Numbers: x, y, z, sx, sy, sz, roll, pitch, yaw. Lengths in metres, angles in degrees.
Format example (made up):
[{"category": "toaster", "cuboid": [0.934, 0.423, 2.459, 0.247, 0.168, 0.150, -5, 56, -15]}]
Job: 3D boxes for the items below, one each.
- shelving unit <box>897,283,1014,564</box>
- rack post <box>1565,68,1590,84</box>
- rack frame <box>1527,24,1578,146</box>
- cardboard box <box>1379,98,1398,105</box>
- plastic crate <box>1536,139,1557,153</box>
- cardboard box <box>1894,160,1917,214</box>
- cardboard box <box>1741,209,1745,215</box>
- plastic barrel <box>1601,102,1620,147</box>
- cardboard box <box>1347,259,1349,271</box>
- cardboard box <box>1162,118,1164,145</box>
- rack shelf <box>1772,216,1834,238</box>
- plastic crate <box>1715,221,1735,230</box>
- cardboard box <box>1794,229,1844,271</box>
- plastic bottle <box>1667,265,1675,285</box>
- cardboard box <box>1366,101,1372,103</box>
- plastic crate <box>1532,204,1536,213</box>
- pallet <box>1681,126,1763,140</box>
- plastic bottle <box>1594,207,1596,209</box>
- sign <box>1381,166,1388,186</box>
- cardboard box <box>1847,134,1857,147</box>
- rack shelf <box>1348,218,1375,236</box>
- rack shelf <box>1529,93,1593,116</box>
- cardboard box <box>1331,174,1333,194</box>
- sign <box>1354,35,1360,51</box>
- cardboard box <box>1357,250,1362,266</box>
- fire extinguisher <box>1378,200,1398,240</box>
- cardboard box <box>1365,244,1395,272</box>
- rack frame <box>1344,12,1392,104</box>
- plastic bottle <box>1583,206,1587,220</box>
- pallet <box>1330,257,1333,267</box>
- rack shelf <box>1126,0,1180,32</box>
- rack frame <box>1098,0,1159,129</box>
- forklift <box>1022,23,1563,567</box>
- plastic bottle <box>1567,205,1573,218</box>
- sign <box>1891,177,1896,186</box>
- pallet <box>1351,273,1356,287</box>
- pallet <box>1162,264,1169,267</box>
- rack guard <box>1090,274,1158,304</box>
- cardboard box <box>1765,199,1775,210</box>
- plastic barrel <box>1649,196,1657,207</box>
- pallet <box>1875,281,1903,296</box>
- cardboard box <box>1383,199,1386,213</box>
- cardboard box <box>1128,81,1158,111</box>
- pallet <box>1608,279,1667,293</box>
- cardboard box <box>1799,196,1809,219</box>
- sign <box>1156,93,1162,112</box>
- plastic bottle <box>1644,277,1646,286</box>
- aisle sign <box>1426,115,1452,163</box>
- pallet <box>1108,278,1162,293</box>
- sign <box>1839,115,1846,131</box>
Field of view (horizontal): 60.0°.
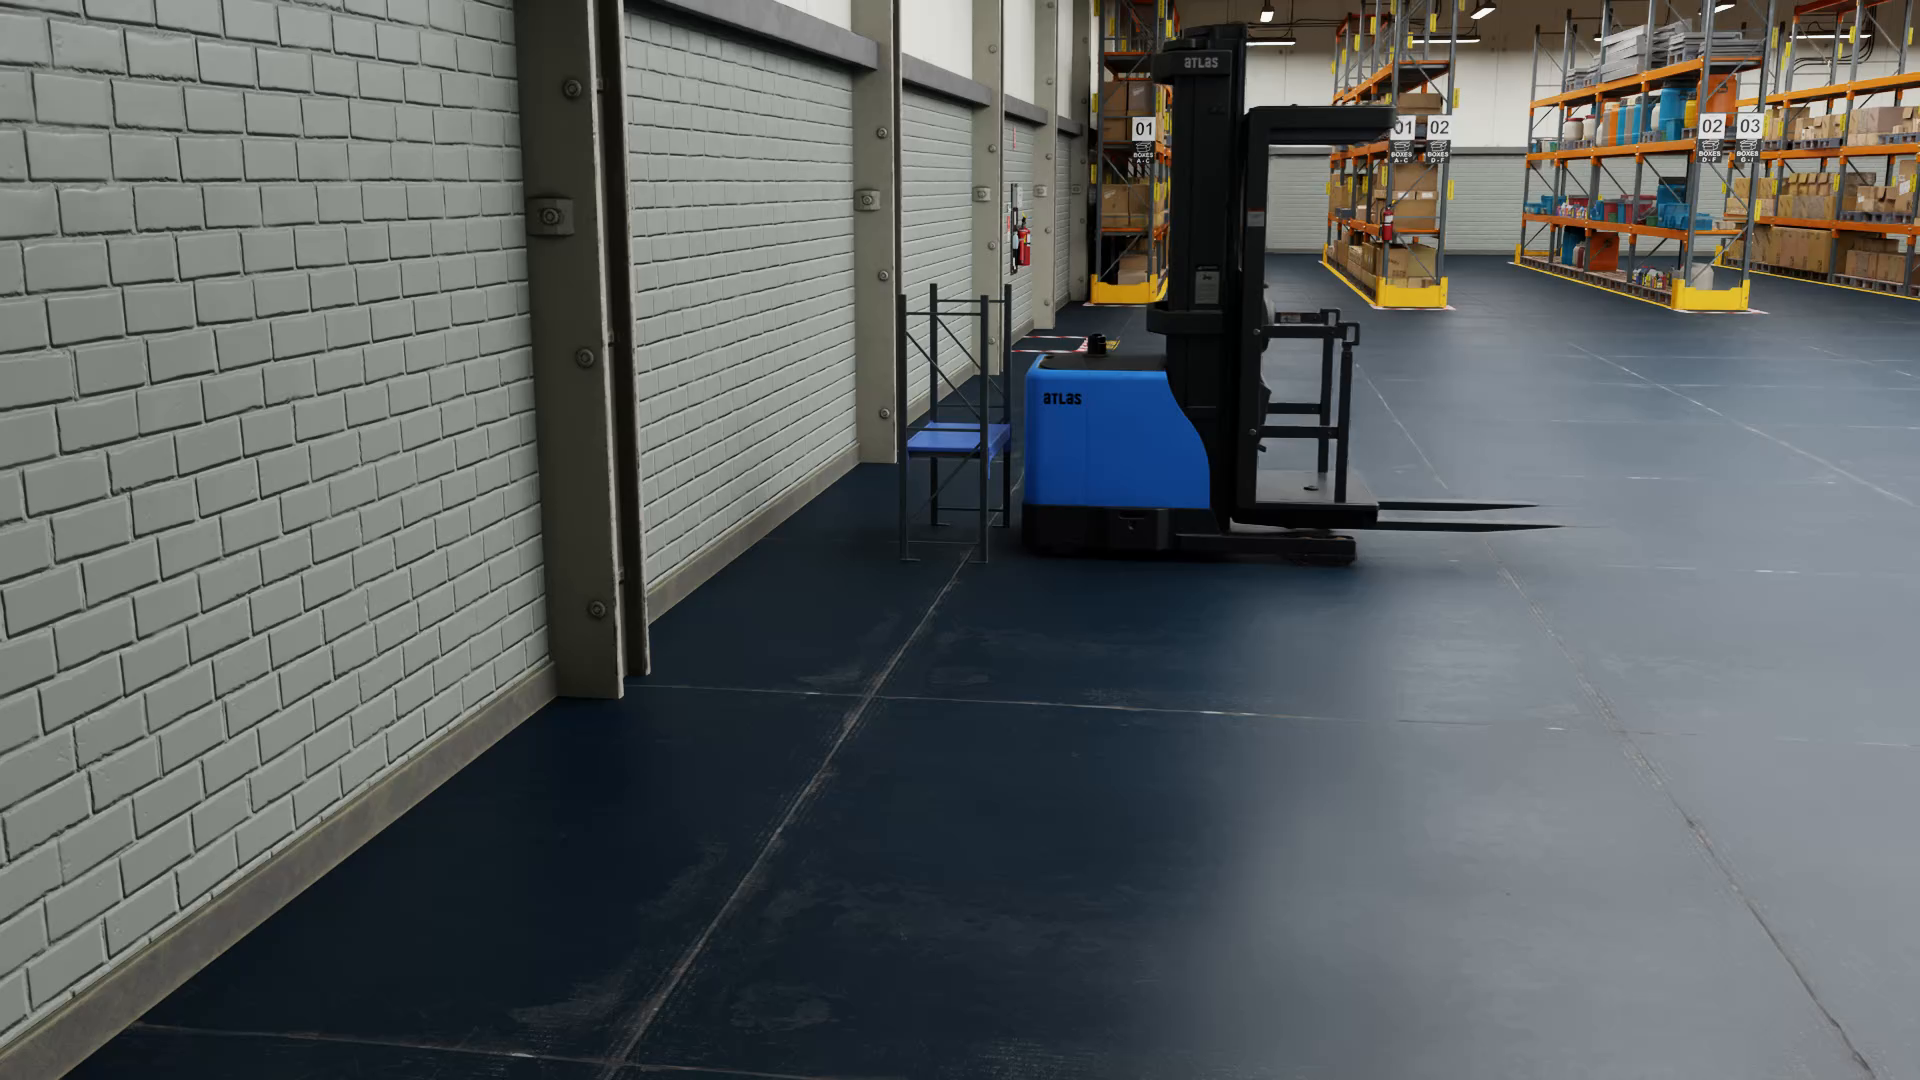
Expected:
[{"category": "shelving unit", "cuboid": [-0.013, -0.715, 9.753, 0.538, 1.500, 1.048, 2, 12, 9]}, {"category": "rack post", "cuboid": [14.372, -10.572, 37.868, 0.937, 0.300, 0.954, 2, 12, 8]}, {"category": "rack frame", "cuboid": [15.147, -11.616, 42.532, 1.000, 3.000, 0.127, 2, 12, 9]}, {"category": "cardboard box", "cuboid": [8.030, -7.798, 30.364, 0.797, 0.503, 0.637, 3, 13, 15]}, {"category": "plastic crate", "cuboid": [14.641, -9.810, 41.420, 0.504, 0.338, 0.767, 2, 12, 9]}, {"category": "cardboard box", "cuboid": [18.456, -6.684, 31.468, 1.000, 1.000, 1.000, 2, 12, 9]}, {"category": "cardboard box", "cuboid": [19.465, -8.069, 40.911, 0.380, 0.149, 0.250, 2, 12, 8]}, {"category": "plastic barrel", "cuboid": [13.576, -8.565, 34.307, 0.600, 0.901, 0.600, 0, 12, 0]}, {"category": "cardboard box", "cuboid": [8.652, -5.941, 35.969, 0.500, 0.250, 0.500, 2, 12, 8]}, {"category": "cardboard box", "cuboid": [3.679, -7.917, 32.207, 0.500, 0.500, 0.500, 2, 12, 10]}, {"category": "rack shelf", "cuboid": [19.119, -6.922, 36.700, 1.077, 0.370, 4.000, 2, 12, 9]}, {"category": "plastic crate", "cuboid": [13.142, -5.399, 28.553, 0.298, 0.136, 0.250, 2, 12, 9]}, {"category": "cardboard box", "cuboid": [19.082, -6.352, 36.395, 1.225, 0.875, 0.875, 2, 12, 9]}, {"category": "plastic bottle", "cuboid": [13.345, -4.967, 31.162, 0.144, 0.351, 0.185, 2, 12, 9]}, {"category": "cardboard box", "cuboid": [9.096, -9.274, 36.174, 0.500, 0.500, 0.500, 2, 12, 9]}, {"category": "plastic crate", "cuboid": [14.581, -8.316, 41.715, 0.416, 0.233, 0.300, 2, 12, 9]}, {"category": "pallet", "cuboid": [12.910, -6.895, 28.198, 1.003, 0.211, 1.213, 2, 12, 9]}, {"category": "plastic bottle", "cuboid": [14.510, -7.486, 37.916, 0.097, 0.271, 0.097, 0, 12, 0]}, {"category": "sign", "cuboid": [7.259, -6.216, 28.406, 0.100, 0.325, 0.005, 2, 12, 9]}, {"category": "cardboard box", "cuboid": [18.487, -8.161, 33.976, 0.500, 0.250, 0.500, 2, 12, 10]}, {"category": "rack shelf", "cuboid": [8.715, -6.411, 34.329, 1.077, 0.370, 4.000, 2, 12, 9]}, {"category": "rack shelf", "cuboid": [14.840, -10.652, 40.718, 1.077, 0.370, 4.000, 2, 12, 9]}, {"category": "cardboard box", "cuboid": [9.852, -9.189, 42.902, 0.500, 0.500, 0.500, 2, 12, 9]}, {"category": "sign", "cuboid": [8.485, -10.623, 35.519, 0.100, 0.325, 0.005, 2, 12, 9]}, {"category": "cardboard box", "cuboid": [8.261, -5.684, 33.446, 0.500, 0.311, 0.500, 2, 12, 10]}, {"category": "fire extinguisher", "cuboid": [7.316, -5.466, 28.422, 0.296, 0.674, 0.183, 2, 12, 9]}, {"category": "cardboard box", "cuboid": [7.874, -5.280, 31.121, 0.500, 0.500, 0.500, 2, 12, 9]}, {"category": "rack frame", "cuboid": [9.638, -10.944, 39.417, 1.000, 3.000, 0.127, 2, 12, 9]}, {"category": "plastic bottle", "cuboid": [13.593, -7.107, 36.127, 0.061, 0.283, 0.133, 2, 12, 9]}, {"category": "pallet", "cuboid": [9.930, -7.046, 42.188, 1.003, 0.211, 1.213, 2, 12, 9]}, {"category": "rack shelf", "cuboid": [4.435, -11.961, 37.952, 1.077, 0.370, 4.000, 2, 12, 9]}, {"category": "rack frame", "cuboid": [2.897, -8.606, 28.567, 1.000, 3.000, 0.127, 2, 12, 9]}, {"category": "forklift", "cuboid": [1.908, -1.401, 9.536, 3.031, 2.935, 1.130, 1, 12, 6]}, {"category": "plastic bottle", "cuboid": [13.906, -7.465, 37.805, 0.152, 0.276, 0.135, 2, 12, 9]}, {"category": "sign", "cuboid": [19.349, -7.369, 34.506, 0.100, 0.325, 0.005, 2, 12, 9]}, {"category": "pallet", "cuboid": [8.668, -5.393, 34.515, 1.003, 0.211, 1.213, 2, 12, 9]}, {"category": "pallet", "cuboid": [4.513, -6.391, 39.145, 1.003, 0.211, 1.213, 2, 12, 9]}, {"category": "rack guard", "cuboid": [2.909, -4.467, 29.536, 1.175, 0.500, 0.348, 2, 12, 9]}, {"category": "cardboard box", "cuboid": [19.235, -7.862, 39.006, 0.500, 0.250, 0.500, 2, 12, 8]}, {"category": "plastic barrel", "cuboid": [13.666, -6.444, 32.450, 0.433, 0.535, 0.433, 0, 12, 0]}, {"category": "pallet", "cuboid": [18.314, -4.824, 31.875, 1.003, 0.211, 1.213, 2, 12, 9]}, {"category": "cardboard box", "cuboid": [8.113, -5.982, 30.392, 0.700, 0.500, 0.500, 2, 12, 10]}, {"category": "cardboard box", "cuboid": [3.196, -7.760, 29.101, 0.500, 0.500, 0.500, 1, 12, 5]}, {"category": "pallet", "cuboid": [13.384, -4.987, 32.631, 1.003, 0.211, 1.213, 2, 12, 9]}, {"category": "cardboard box", "cuboid": [18.880, -7.335, 36.670, 0.500, 0.500, 0.500, 2, 12, 10]}, {"category": "sign", "cuboid": [3.434, -7.549, 28.709, 0.100, 0.325, 0.005, 2, 12, 9]}, {"category": "plastic bottle", "cuboid": [12.672, -4.780, 30.652, 0.097, 0.201, 0.097, 0, 12, 0]}, {"category": "aisle sign", "cuboid": [8.085, -6.761, 28.074, 0.394, 0.787, 0.004, 2, 12, 9]}, {"category": "pallet", "cuboid": [3.444, -5.002, 32.702, 1.003, 0.211, 1.213, 2, 12, 9]}, {"category": "sign", "cuboid": [18.264, -8.635, 34.405, 0.100, 0.325, 0.005, 2, 12, 9]}]
